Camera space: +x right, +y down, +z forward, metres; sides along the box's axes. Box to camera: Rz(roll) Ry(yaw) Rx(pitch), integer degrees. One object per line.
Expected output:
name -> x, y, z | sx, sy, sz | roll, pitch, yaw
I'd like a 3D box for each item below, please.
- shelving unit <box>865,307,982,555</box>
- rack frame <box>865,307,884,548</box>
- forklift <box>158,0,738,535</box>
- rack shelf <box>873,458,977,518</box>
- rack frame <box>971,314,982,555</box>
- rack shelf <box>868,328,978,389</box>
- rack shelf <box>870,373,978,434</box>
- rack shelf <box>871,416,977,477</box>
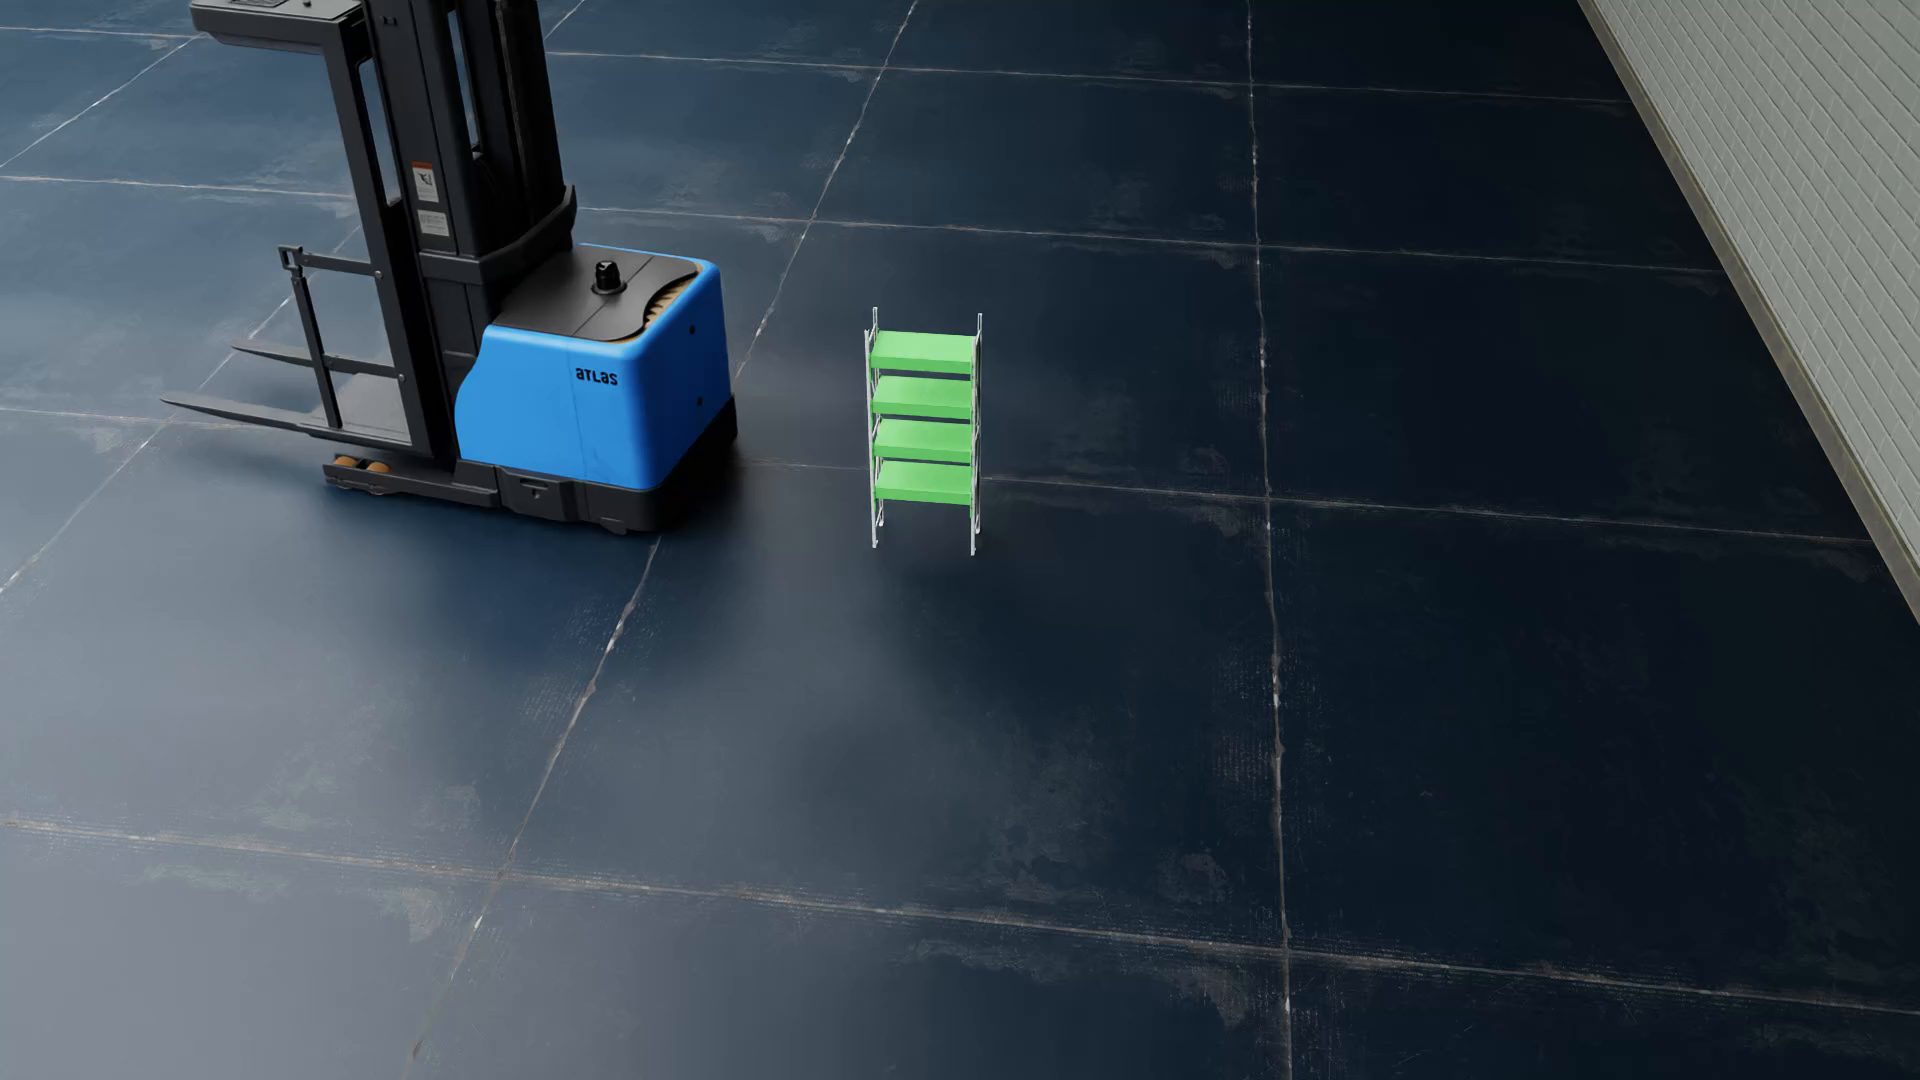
shelving unit -> -0.164, -0.501, 7.919 | 0.503, 1.200, 0.258 | 4, 36, 6
rack frame -> -0.406, -0.519, 7.944 | 0.015, 1.200, 0.240 | 4, 36, 6
forklift -> -2.768, -1.706, 8.117 | 3.031, 2.935, 1.130 | 10, 37, 14
rack shelf -> -0.164, -0.253, 8.095 | 0.480, 0.148, 0.258 | 4, 36, 6
rack frame -> 0.078, -0.483, 7.893 | 0.015, 1.200, 0.240 | 4, 36, 6
rack shelf -> -0.164, -0.839, 7.677 | 0.480, 0.148, 0.258 | 4, 36, 6
rack shelf -> -0.164, -0.644, 7.816 | 0.480, 0.148, 0.258 | 4, 36, 6
rack shelf -> -0.164, -0.449, 7.956 | 0.480, 0.148, 0.258 | 4, 36, 6
